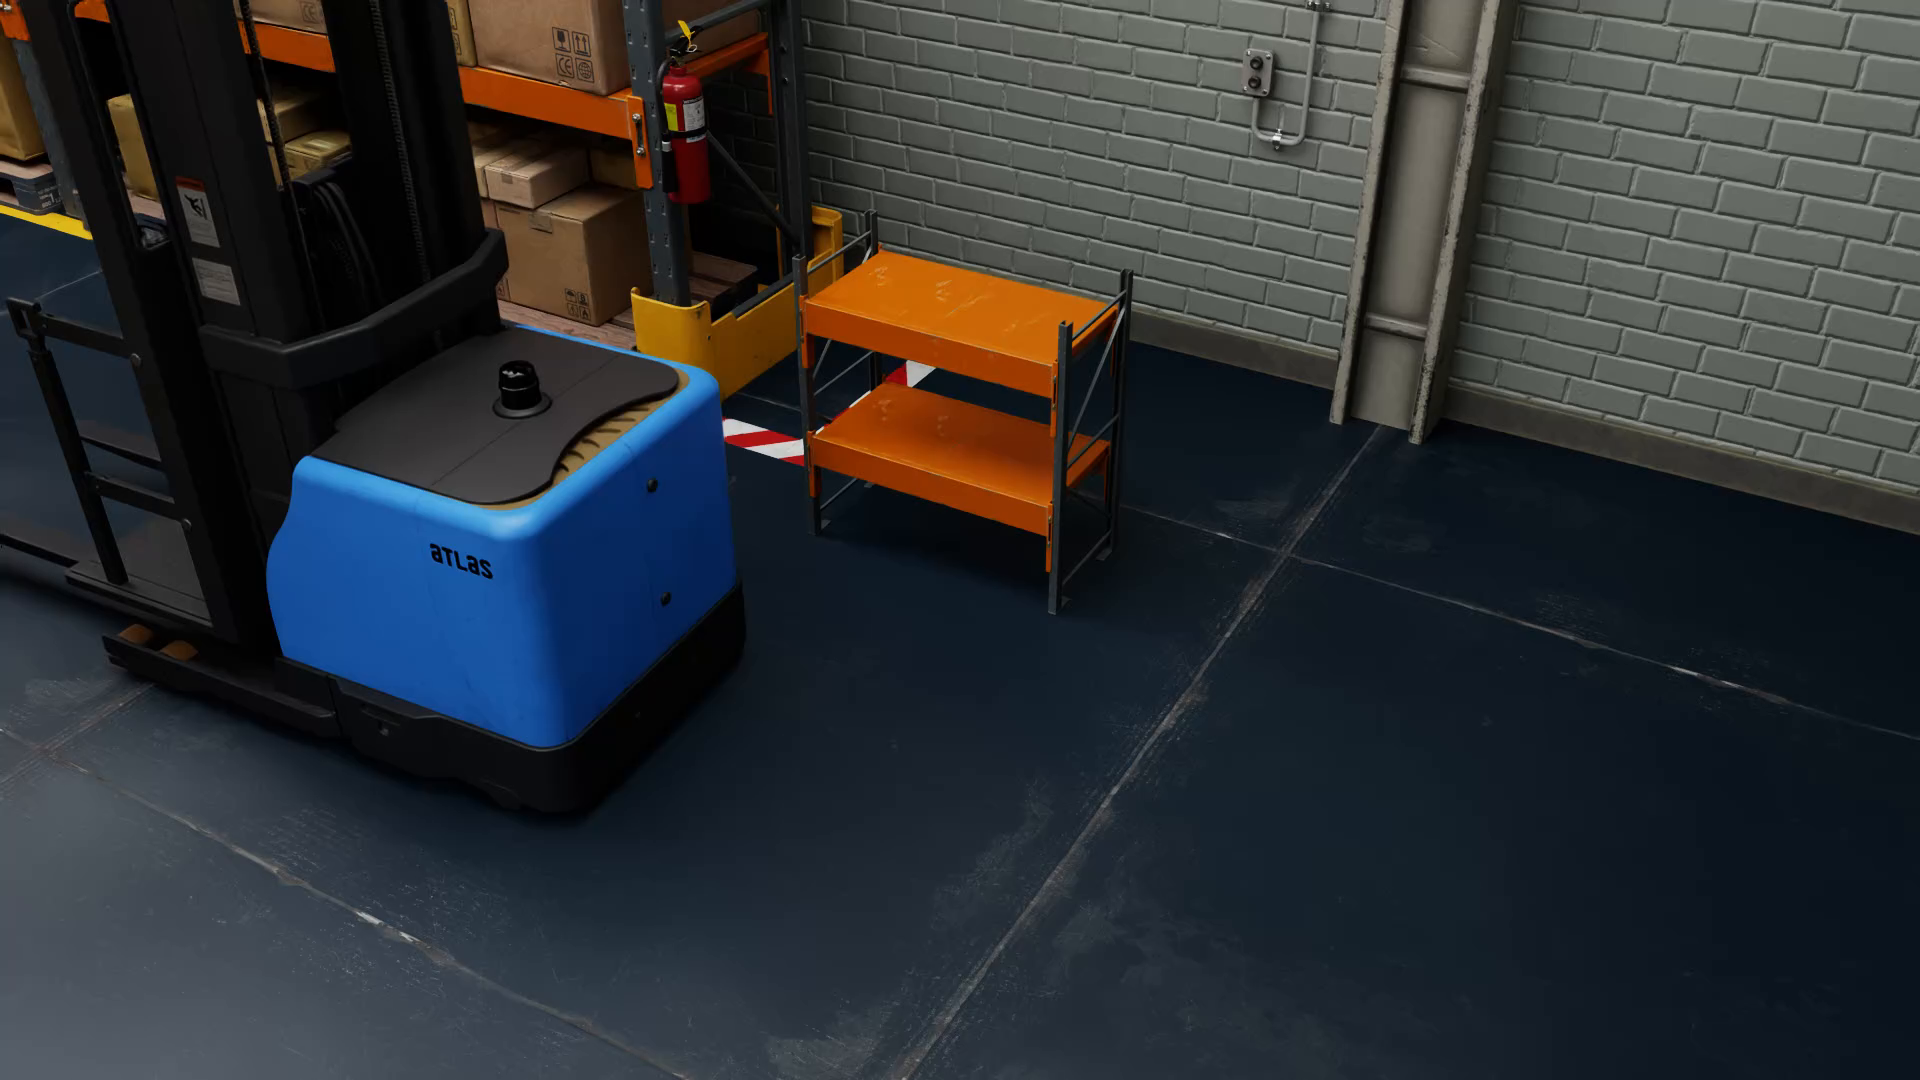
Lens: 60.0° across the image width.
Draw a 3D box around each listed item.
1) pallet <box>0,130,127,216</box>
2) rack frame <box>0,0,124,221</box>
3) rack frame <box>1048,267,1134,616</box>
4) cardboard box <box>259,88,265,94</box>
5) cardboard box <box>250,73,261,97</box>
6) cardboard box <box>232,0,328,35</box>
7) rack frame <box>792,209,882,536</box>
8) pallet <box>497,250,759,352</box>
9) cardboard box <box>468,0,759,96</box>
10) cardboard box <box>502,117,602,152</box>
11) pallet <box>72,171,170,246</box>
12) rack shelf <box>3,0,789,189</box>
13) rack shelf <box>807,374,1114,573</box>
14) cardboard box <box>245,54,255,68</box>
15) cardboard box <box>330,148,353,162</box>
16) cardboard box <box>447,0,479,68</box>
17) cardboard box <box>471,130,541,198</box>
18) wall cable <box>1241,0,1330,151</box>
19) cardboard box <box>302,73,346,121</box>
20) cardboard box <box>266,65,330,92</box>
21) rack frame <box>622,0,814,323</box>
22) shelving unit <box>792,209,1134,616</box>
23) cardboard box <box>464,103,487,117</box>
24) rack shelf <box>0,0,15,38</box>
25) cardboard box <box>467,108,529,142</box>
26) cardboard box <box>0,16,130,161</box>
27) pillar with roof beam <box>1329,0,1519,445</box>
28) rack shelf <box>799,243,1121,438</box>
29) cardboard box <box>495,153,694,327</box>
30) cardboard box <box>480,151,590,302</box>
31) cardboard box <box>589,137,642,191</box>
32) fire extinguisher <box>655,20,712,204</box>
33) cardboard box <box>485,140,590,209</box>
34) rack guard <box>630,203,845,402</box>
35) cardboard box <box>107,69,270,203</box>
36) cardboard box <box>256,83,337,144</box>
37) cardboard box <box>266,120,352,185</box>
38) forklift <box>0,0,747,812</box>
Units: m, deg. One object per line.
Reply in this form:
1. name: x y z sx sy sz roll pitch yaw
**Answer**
1. pallet: -5.153 -2.209 9.376 1.213 0.211 1.003 18 37 24
2. rack frame: -4.445 -3.193 8.339 0.127 3.000 1.000 18 37 24
3. rack frame: 0.447 -0.327 5.725 0.032 1.125 0.500 18 37 24
4. cardboard box: -3.412 -1.933 8.323 0.500 0.500 0.700 17 37 24
5. cardboard box: -3.640 -2.161 8.080 0.250 0.149 0.380 19 38 26
6. cardboard box: -2.715 -2.763 7.422 0.700 0.700 0.980 16 37 22
7. rack frame: -0.435 -0.606 6.145 0.032 1.125 0.500 18 37 24
8. pallet: -1.705 -1.115 7.734 1.213 0.211 1.003 18 37 24
9. cardboard box: -1.420 -2.354 6.808 0.700 0.700 0.980 19 38 26
10. cardboard box: -1.862 -1.843 7.602 0.250 0.149 0.380 18 38 25
11. pallet: -3.824 -1.786 8.742 1.213 0.211 1.003 18 37 24
12. rack shelf: -2.709 -2.344 7.713 4.000 0.370 1.077 18 37 24
13. rack shelf: 0.006 -0.263 6.071 1.000 0.278 0.538 18 37 24
14. cardboard box: -3.874 -2.478 8.556 0.250 0.149 0.380 17 37 24
15. cardboard box: -2.501 -1.648 7.894 0.500 0.500 0.700 16 37 23
16. cardboard box: -2.057 -2.548 7.100 0.700 0.700 0.980 17 37 24
17. cardboard box: -2.054 -1.660 7.327 0.250 0.149 0.380 19 38 26
18. wall cable: 0.609 -2.619 6.561 1.851 1.984 0.084 18 37 24
19. cardboard box: -2.968 -2.192 8.127 0.250 0.149 0.380 18 38 25
20. cardboard box: -3.187 -2.262 8.232 0.250 0.149 0.380 16 37 23
21. rack frame: -0.972 -2.093 6.687 0.127 3.000 1.000 18 37 24
22. shelving unit: 0.006 -0.466 5.935 1.048 1.125 0.538 18 37 24
23. cardboard box: -2.300 -1.982 7.811 0.250 0.149 0.380 18 38 25
24. rack shelf: -6.182 -3.444 9.365 4.000 0.370 1.077 18 37 24
25. cardboard box: -2.079 -1.912 7.706 0.250 0.149 0.380 18 38 25
26. cardboard box: -5.074 -2.590 8.993 0.750 0.750 0.750 18 38 25
27. pillar with roof beam: -0.335 -2.192 1.424 0.400 9.000 9.100 18 37 24
28. rack shelf: 0.006 -0.710 5.773 1.000 0.278 0.538 18 37 24
29. cardboard box: -1.630 -1.372 7.481 0.500 0.500 0.700 18 37 24
30. cardboard box: -2.064 -1.510 7.687 0.500 0.500 0.700 17 37 24
31. cardboard box: -1.422 -1.704 7.394 0.250 0.149 0.380 18 38 25
32. fire extinguisher: -1.070 -1.642 6.416 0.183 0.674 0.296 18 37 24
33. cardboard box: -1.832 -1.590 7.222 0.250 0.149 0.380 17 37 24
34. rack guard: -0.951 -1.046 7.370 0.348 0.500 1.175 18 37 24
35. cardboard box: -3.847 -2.073 8.533 0.500 0.500 0.700 18 38 25
36. cardboard box: -3.187 -2.017 7.864 0.250 0.149 0.380 16 37 23
37. cardboard box: -2.968 -1.791 8.109 0.500 0.500 0.700 18 38 25
38. forklift: -2.276 -0.967 5.057 3.031 2.935 1.130 15 37 22
